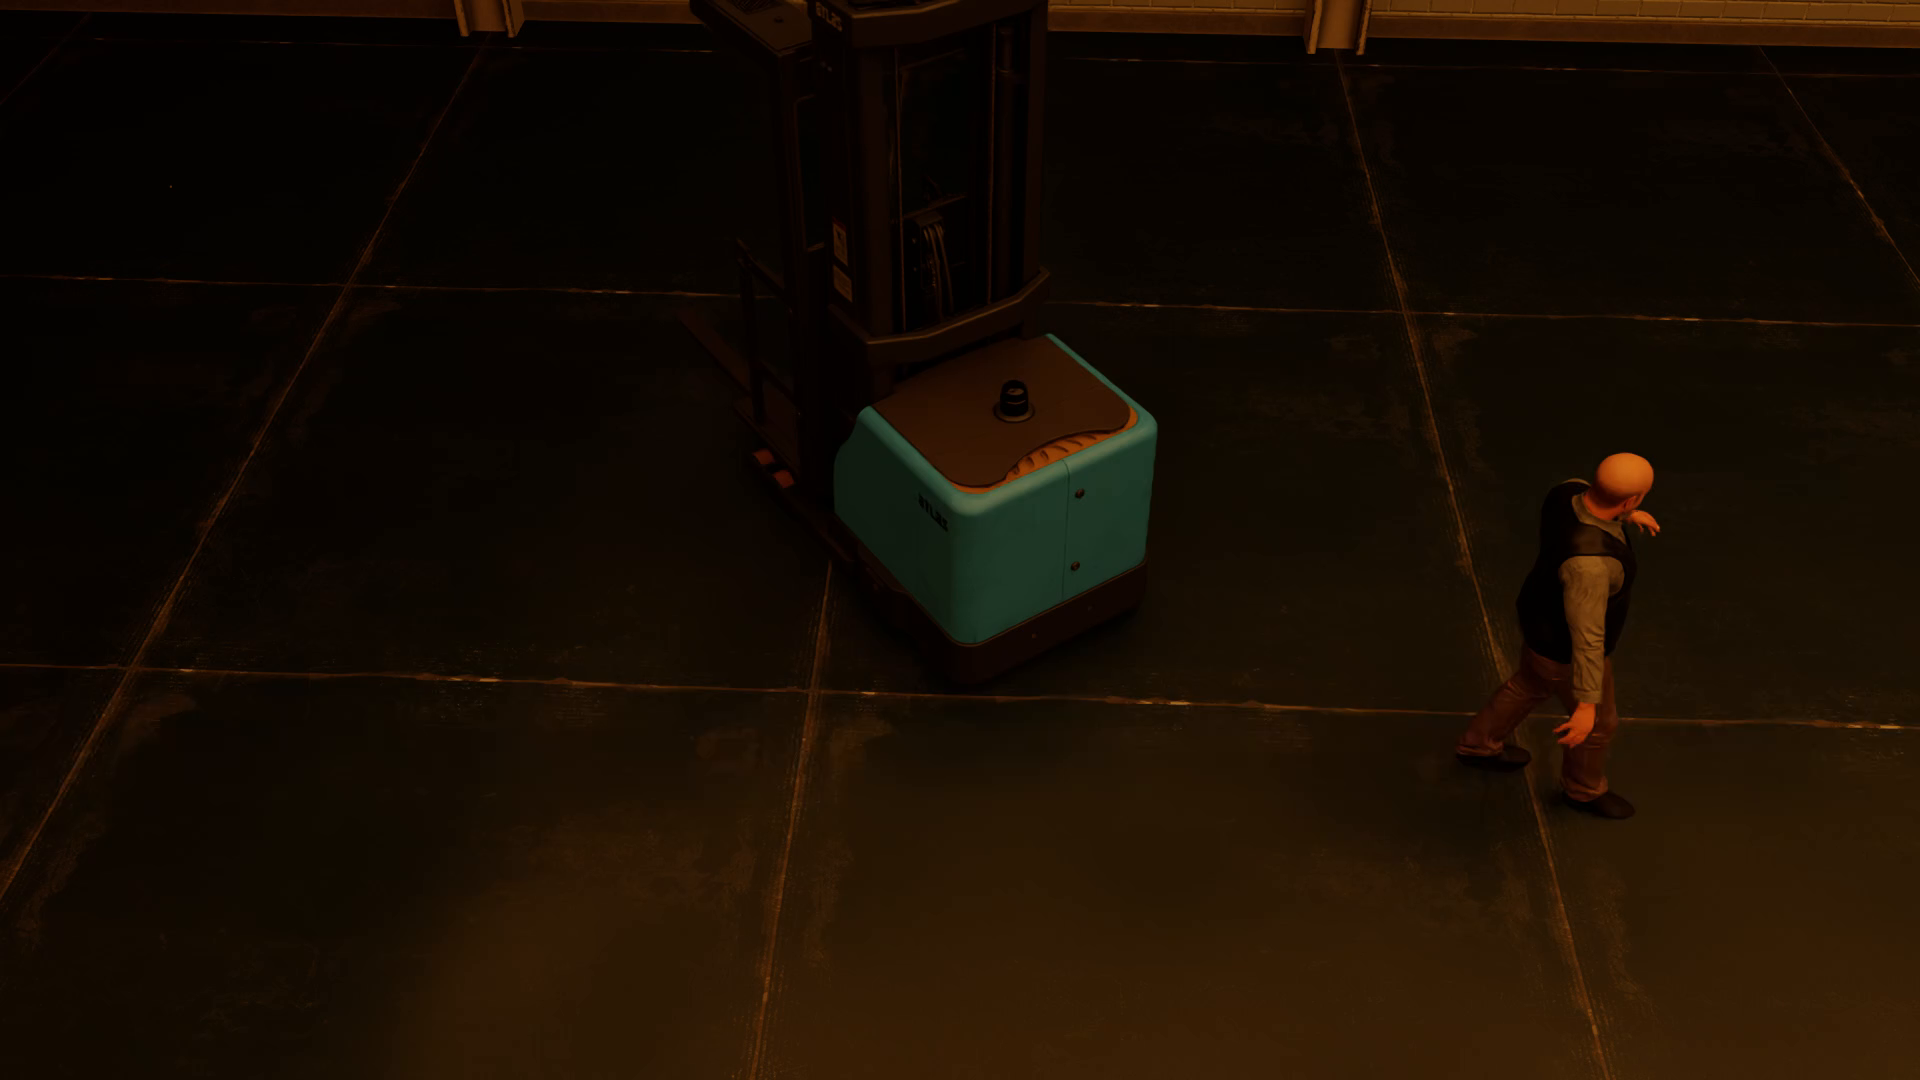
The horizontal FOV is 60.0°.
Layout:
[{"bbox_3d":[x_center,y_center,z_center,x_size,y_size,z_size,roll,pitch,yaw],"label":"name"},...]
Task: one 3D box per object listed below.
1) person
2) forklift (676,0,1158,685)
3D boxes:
[{"bbox_3d":[2.386,0.424,6.302,0.700,1.602,0.974,3,42,3],"label":"person"},{"bbox_3d":[-0.403,-1.423,7.301,1.130,2.935,3.031,-24,48,-24],"label":"forklift"}]
